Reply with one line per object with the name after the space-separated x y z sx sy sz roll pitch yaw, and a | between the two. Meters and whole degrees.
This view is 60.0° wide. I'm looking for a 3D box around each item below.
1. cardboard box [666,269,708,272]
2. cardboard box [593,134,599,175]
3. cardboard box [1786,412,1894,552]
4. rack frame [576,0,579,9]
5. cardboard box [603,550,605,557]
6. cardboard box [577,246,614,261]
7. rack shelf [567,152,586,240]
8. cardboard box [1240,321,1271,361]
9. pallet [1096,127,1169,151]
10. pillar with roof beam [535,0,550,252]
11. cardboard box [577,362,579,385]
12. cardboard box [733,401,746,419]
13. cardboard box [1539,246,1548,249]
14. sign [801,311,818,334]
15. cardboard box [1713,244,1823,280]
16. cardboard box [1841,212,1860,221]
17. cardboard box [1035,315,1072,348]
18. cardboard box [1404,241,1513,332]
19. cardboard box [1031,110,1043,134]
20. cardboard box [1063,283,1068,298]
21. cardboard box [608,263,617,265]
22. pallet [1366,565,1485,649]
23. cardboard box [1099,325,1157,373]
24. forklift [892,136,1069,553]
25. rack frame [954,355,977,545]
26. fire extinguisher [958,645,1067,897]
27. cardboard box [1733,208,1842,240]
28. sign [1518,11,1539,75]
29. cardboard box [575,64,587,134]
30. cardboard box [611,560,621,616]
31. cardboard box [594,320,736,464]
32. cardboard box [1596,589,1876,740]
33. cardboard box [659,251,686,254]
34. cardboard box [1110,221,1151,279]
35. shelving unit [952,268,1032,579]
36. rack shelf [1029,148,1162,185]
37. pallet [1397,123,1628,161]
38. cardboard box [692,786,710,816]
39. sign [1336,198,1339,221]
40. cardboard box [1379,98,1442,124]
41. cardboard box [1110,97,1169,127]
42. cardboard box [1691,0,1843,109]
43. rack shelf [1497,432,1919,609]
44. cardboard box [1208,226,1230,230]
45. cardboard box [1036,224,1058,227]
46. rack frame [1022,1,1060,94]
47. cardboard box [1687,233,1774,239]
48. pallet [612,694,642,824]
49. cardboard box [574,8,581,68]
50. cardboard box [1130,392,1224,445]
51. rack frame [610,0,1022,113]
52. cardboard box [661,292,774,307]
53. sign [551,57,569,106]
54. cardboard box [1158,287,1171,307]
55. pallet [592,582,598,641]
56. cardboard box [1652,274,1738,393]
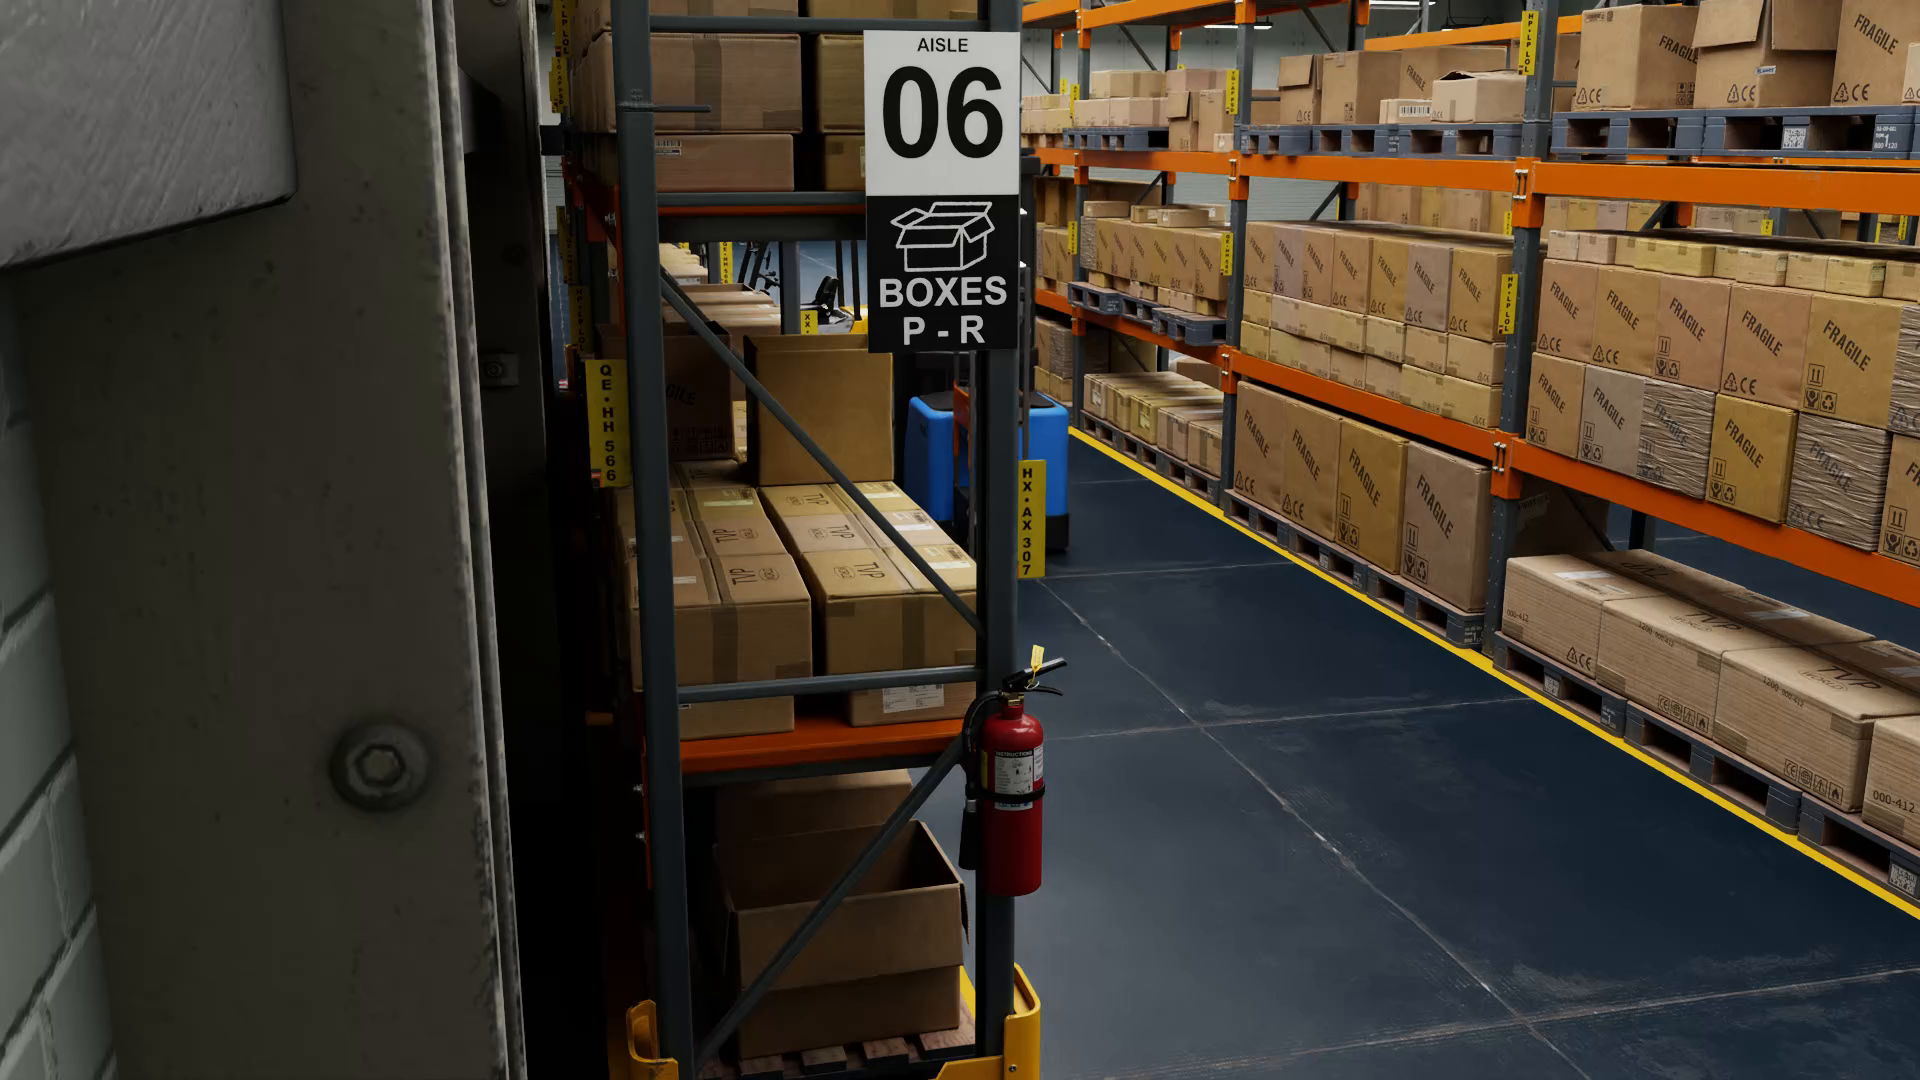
-2.076 -1.965 12.573 0.380 0.149 0.250 -3 14 -12 | cardboard box
-1.201 -1.474 6.348 0.380 0.149 0.250 -3 14 -12 | cardboard box
3.876 -0.262 6.968 0.500 0.500 0.500 -3 14 -12 | cardboard box
-1.284 -3.442 7.553 1.000 3.000 0.127 -3 14 -13 | rack frame
-1.783 -0.017 9.191 0.380 0.149 0.250 -3 14 -13 | cardboard box
-3.277 -2.579 15.084 0.380 0.149 0.250 -4 14 -15 | cardboard box
-1.753 -2.096 9.883 1.077 0.370 4.000 -3 14 -13 | rack shelf
2.471 -1.528 12.676 0.500 0.250 0.500 -4 14 -14 | cardboard box
1.949 -3.629 15.035 1.213 0.211 1.003 -3 14 -13 | pallet
-6.266 -11.776 41.665 9.100 9.000 0.548 -3 14 -13 | pillar with roof beam
-4.085 -1.922 18.881 0.500 0.250 0.500 -3 14 -13 | cardboard box
-0.927 -0.495 7.822 0.500 0.250 0.500 -3 14 -12 | cardboard box
3.716 -1.457 9.751 0.500 0.500 0.500 -3 14 -13 | cardboard box
-0.758 -0.980 8.293 0.100 0.325 0.005 -3 14 -13 | sign
3.711 -1.275 7.641 0.380 0.149 0.250 -3 14 -13 | cardboard box
10.802 -4.085 19.884 0.500 0.500 0.500 -3 14 -13 | cardboard box
1.020 -2.239 18.601 0.500 0.500 0.500 -3 14 -10 | cardboard box
3.063 -1.547 10.122 0.500 0.500 0.500 -3 14 -12 | cardboard box
1.071 -4.501 17.898 0.500 0.250 0.500 -4 14 -14 | cardboard box
1.290 -2.585 17.219 0.380 0.149 0.250 -3 14 -14 | cardboard box
-2.779 -2.112 13.174 0.380 0.149 0.250 -3 14 -14 | cardboard box
3.286 0.376 10.443 1.003 0.211 1.213 -3 14 -13 | pallet
1.785 -2.034 17.761 0.500 0.500 0.500 -3 14 -11 | cardboard box
-0.015 -1.626 12.907 1.130 2.935 3.031 -3 14 -11 | forklift
0.155 -0.861 11.505 0.400 2.100 0.015 -3 15 -12 | rack frame
0.140 0.622 4.508 0.296 0.674 0.183 -3 14 -13 | fire extinguisher
7.293 -2.665 14.698 0.700 0.500 0.500 -3 14 -13 | cardboard box
3.015 -2.633 8.813 0.100 0.325 0.005 -3 14 -13 | sign
-1.210 -1.691 6.398 0.500 0.250 0.500 -4 14 -14 | cardboard box
-1.055 0.162 5.973 0.380 0.149 0.250 -3 14 -13 | cardboard box
-1.193 -0.605 6.691 0.500 0.500 0.500 -4 14 -15 | cardboard box
3.794 0.593 8.192 0.875 0.438 0.875 -4 14 -15 | cardboard box
-2.591 -2.435 14.496 0.380 0.149 0.250 -4 14 -15 | cardboard box
1.714 -2.693 15.407 0.500 0.500 0.500 -3 14 -14 | cardboard box
0.207 -0.802 11.274 0.431 2.100 0.503 -3 15 -12 | shelving unit
1.192 -4.219 18.573 1.077 0.370 4.000 -3 14 -13 | rack shelf
3.277 -2.378 9.922 0.805 0.209 1.217 -4 14 -15 | pallet
-0.803 0.821 7.130 0.700 0.500 0.500 -4 14 -15 | cardboard box
4.969 -4.302 21.723 0.100 0.325 0.005 -3 14 -13 | sign
2.950 -2.780 10.774 0.380 0.166 0.250 -2 14 -8 | cardboard box
1.669 -3.850 14.974 0.500 0.250 0.500 -3 14 -14 | cardboard box
3.888 -2.255 7.705 0.797 0.503 0.637 -2 14 -9 | cardboard box
4.010 0.006 7.598 1.077 0.370 4.000 -3 14 -13 | rack shelf
2.460 -2.483 14.549 0.500 0.500 0.500 -3 14 -12 | cardboard box
0.937 -3.288 18.727 0.500 0.500 0.500 -4 14 -14 | cardboard box
0.722 -6.487 20.020 1.000 3.000 0.127 -3 14 -13 | rack frame
3.927 -1.476 8.464 0.380 0.149 0.250 -3 14 -13 | cardboard box
-1.123 0.986 7.947 1.003 0.211 1.213 -3 14 -13 | pallet
-1.307 -2.050 6.814 0.500 0.250 0.500 -4 14 -15 | cardboard box
2.124 -1.131 15.388 0.950 0.372 0.625 -3 14 -11 | cardboard box
-0.344 -2.519 3.776 1.000 3.000 0.127 -3 14 -13 | rack frame
-1.486 -1.204 9.941 0.700 0.500 0.500 -3 14 -13 | cardboard box
-2.765 -3.168 11.496 0.100 0.325 0.005 -3 14 -13 | sign
1.930 -2.107 14.374 0.380 0.149 0.250 -3 14 -12 | cardboard box
-1.802 0.360 10.509 1.003 0.211 1.213 -3 14 -13 | pallet
3.639 -0.980 7.801 0.500 0.500 0.500 -3 14 -12 | cardboard box
